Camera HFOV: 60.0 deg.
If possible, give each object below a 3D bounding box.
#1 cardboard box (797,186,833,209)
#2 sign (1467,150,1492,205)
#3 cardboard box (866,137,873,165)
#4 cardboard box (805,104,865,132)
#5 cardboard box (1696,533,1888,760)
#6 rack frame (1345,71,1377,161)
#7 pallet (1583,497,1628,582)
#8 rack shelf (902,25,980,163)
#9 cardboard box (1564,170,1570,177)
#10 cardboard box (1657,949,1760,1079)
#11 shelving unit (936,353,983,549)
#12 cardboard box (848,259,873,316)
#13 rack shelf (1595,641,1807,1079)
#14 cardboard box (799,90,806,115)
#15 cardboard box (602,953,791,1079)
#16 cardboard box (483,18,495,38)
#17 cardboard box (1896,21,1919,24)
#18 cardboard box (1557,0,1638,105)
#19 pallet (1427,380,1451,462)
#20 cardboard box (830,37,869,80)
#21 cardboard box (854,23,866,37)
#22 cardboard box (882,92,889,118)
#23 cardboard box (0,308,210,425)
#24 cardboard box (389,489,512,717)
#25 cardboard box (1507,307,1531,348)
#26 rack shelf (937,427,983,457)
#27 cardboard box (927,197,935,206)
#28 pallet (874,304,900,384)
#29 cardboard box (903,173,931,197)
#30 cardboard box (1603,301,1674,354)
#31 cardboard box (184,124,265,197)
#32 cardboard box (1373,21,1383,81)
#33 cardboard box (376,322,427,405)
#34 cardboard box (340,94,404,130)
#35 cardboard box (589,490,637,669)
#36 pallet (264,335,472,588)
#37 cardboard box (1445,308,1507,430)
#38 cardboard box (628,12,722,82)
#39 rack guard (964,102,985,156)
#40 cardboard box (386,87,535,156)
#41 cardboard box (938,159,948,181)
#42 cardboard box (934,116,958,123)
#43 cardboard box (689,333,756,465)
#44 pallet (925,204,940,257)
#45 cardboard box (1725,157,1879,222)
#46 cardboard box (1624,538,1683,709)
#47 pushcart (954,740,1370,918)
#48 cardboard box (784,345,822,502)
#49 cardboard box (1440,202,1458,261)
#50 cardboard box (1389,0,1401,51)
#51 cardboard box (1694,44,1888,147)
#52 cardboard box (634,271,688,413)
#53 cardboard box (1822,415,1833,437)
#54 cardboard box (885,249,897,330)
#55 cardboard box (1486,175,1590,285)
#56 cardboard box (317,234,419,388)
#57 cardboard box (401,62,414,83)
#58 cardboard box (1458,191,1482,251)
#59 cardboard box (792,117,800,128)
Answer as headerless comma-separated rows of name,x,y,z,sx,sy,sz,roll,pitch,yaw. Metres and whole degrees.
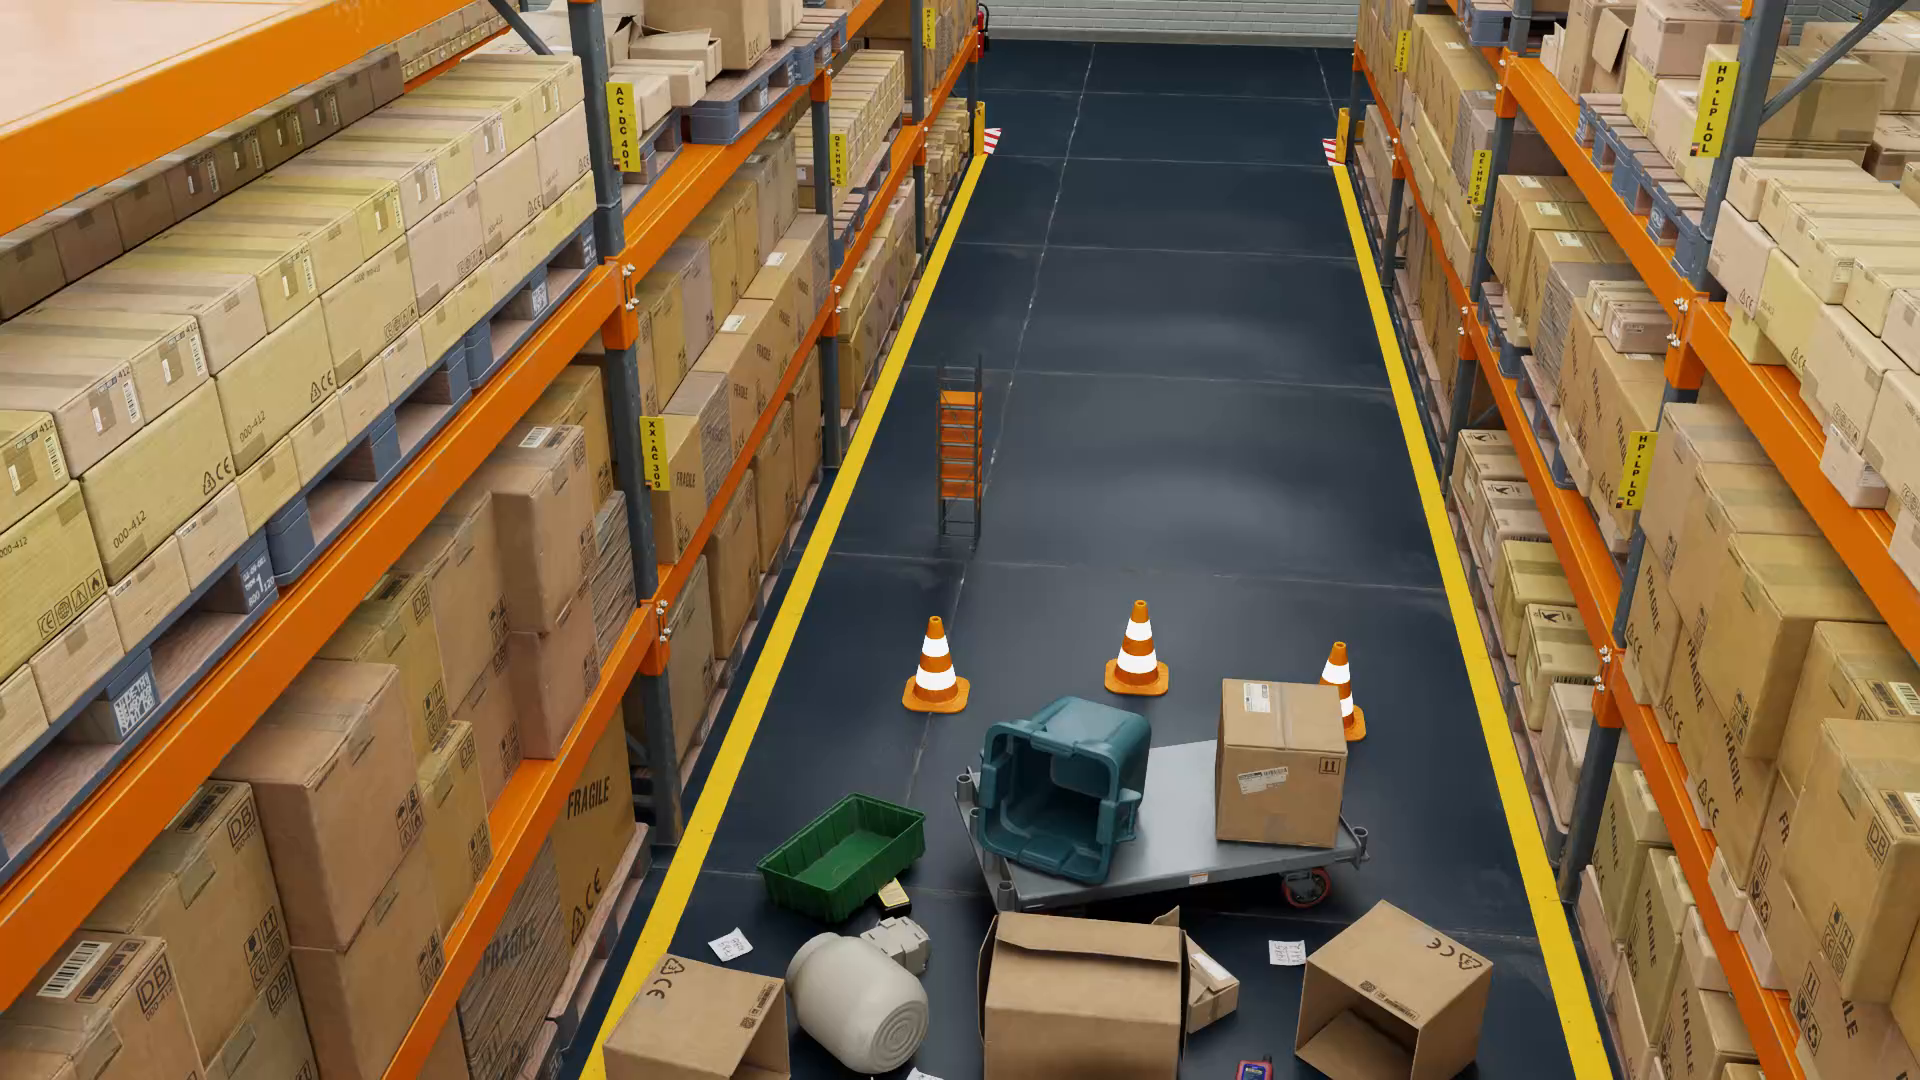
cardboard box,-1.039,-2.268,10.805,0.380,0.149,0.250,5,29,8
sign,3.077,-2.147,9.852,0.100,0.325,0.005,3,28,6
cardboard box,-0.848,-2.866,12.230,0.380,0.149,0.250,2,28,5
cardboard box,-0.889,-3.008,11.865,0.380,0.149,0.250,4,29,8
cardboard box,2.696,0.330,5.002,0.700,0.500,0.500,3,28,5
rack frame,4.608,-5.372,17.059,1.000,3.000,0.127,3,28,6
pallet,3.376,0.009,7.272,1.003,0.211,1.213,3,28,6
rack shelf,-0.562,-4.354,15.928,1.077,0.370,4.000,3,28,6
cardboard box,3.931,-2.309,10.213,0.500,0.500,0.500,2,28,5
cardboard box,2.679,1.731,5.541,0.500,0.500,0.500,5,29,9
shelving unit,-0.002,-0.521,9.953,0.258,1.200,0.189,3,28,6
cardboard box,-0.910,-1.810,11.850,0.500,0.250,0.500,3,28,6
rack shelf,2.893,1.534,4.998,1.077,0.370,4.000,3,28,6
cardboard box,-1.404,-3.410,12.925,0.380,0.149,0.250,2,28,4
cardboard box,-0.959,1.926,6.145,0.500,0.500,0.500,8,29,15
cardboard box,-5.038,-5.292,17.176,0.380,0.149,0.250,4,29,7
cardboard box,9.150,-4.715,15.684,0.500,0.250,0.500,4,29,7
cardboard box,3.502,-2.526,8.507,0.700,0.500,0.500,3,28,6
pallet,3.799,-0.746,11.411,1.003,0.211,1.213,3,28,6
cardboard box,-1.028,-4.149,14.369,0.500,0.500,0.500,3,28,6
cardboard box,-1.018,-4.582,14.118,0.500,0.500,0.500,2,28,4
cardboard box,-0.753,-3.366,12.844,0.380,0.149,0.250,2,28,5
cardboard box,-1.826,-0.367,3.481,0.380,0.149,0.250,4,29,7
cardboard box,-2.021,0.178,5.460,0.875,0.550,0.550,3,28,6
cardboard box,3.202,-1.153,9.050,0.380,0.149,0.250,4,29,6
rack shelf,-0.002,-0.588,9.917,0.258,0.103,0.180,3,28,6
cardboard box,-0.432,-3.057,15.325,0.380,0.149,0.250,3,28,6
pallet,-1.048,-1.559,12.922,1.003,0.211,1.213,3,28,6
cardboard box,-0.467,-3.197,14.958,0.380,0.149,0.250,5,29,9
cardboard box,3.042,-0.925,7.258,0.380,0.149,0.250,3,28,5
cardboard box,-2.292,-1.122,4.883,0.380,0.149,0.250,4,29,7
cardboard box,4.105,-4.492,15.320,0.500,0.500,0.500,4,29,8
cardboard box,-1.701,-0.494,4.559,0.380,0.149,0.250,3,28,6
cardboard box,-2.125,-1.364,5.753,0.500,0.250,0.500,4,29,7
cardboard box,-1.821,0.145,6.661,0.875,0.550,0.550,3,28,6
pallet,-2.050,-0.288,4.553,1.003,0.211,1.213,3,28,6
cardboard box,3.795,-1.176,11.068,0.875,0.875,0.875,3,28,6
cardboard box,-1.348,-2.323,7.829,0.396,0.266,0.258,3,28,6
rack guard,-0.326,-4.476,18.031,1.175,0.500,0.348,3,28,6
cardboard box,-1.578,-1.326,5.262,0.380,0.149,0.250,3,28,6
cardboard box,-0.322,-3.553,15.933,0.380,0.149,0.250,3,28,6
cardboard box,-0.218,-4.178,16.778,0.380,0.149,0.250,2,28,4
cardboard box,-1.331,-0.713,8.305,0.500,0.500,0.500,3,28,6
pallet,-0.760,-2.820,15.262,1.003,0.211,1.213,3,28,6
cardboard box,2.775,-1.155,5.493,0.380,0.149,0.250,3,28,5
cardboard box,2.807,0.292,6.126,0.500,0.500,0.500,3,28,6
pushcart,0.869,1.322,7.399,1.648,0.377,0.936,-6,29,-11
cardboard box,-1.461,-0.760,10.427,1.050,0.750,0.750,3,28,6
cardboard box,3.479,-2.035,11.023,0.500,0.250,0.500,4,29,7
cardboard box,3.972,-4.450,14.188,0.500,0.500,0.500,3,28,5
cardboard box,3.082,-1.663,6.201,0.500,0.250,0.500,4,29,7
cardboard box,-1.671,-0.924,7.643,0.700,0.500,0.500,3,28,5
cardboard box,2.734,-0.317,4.779,0.380,0.149,0.250,2,28,5
cardboard box,-0.778,-1.968,12.933,0.500,0.500,0.500,3,28,5
cardboard box,3.343,-1.768,9.507,0.500,0.500,0.500,3,28,5
cardboard box,-1.779,-0.620,4.372,0.500,0.250,0.500,3,28,6
cardboard box,-5.287,-4.322,15.375,0.380,0.149,0.250,4,29,8
cardboard box,3.435,-2.003,10.437,0.500,0.250,0.500,3,28,6
cardboard box,-1.437,-3.159,12.773,0.380,0.149,0.250,2,28,4
